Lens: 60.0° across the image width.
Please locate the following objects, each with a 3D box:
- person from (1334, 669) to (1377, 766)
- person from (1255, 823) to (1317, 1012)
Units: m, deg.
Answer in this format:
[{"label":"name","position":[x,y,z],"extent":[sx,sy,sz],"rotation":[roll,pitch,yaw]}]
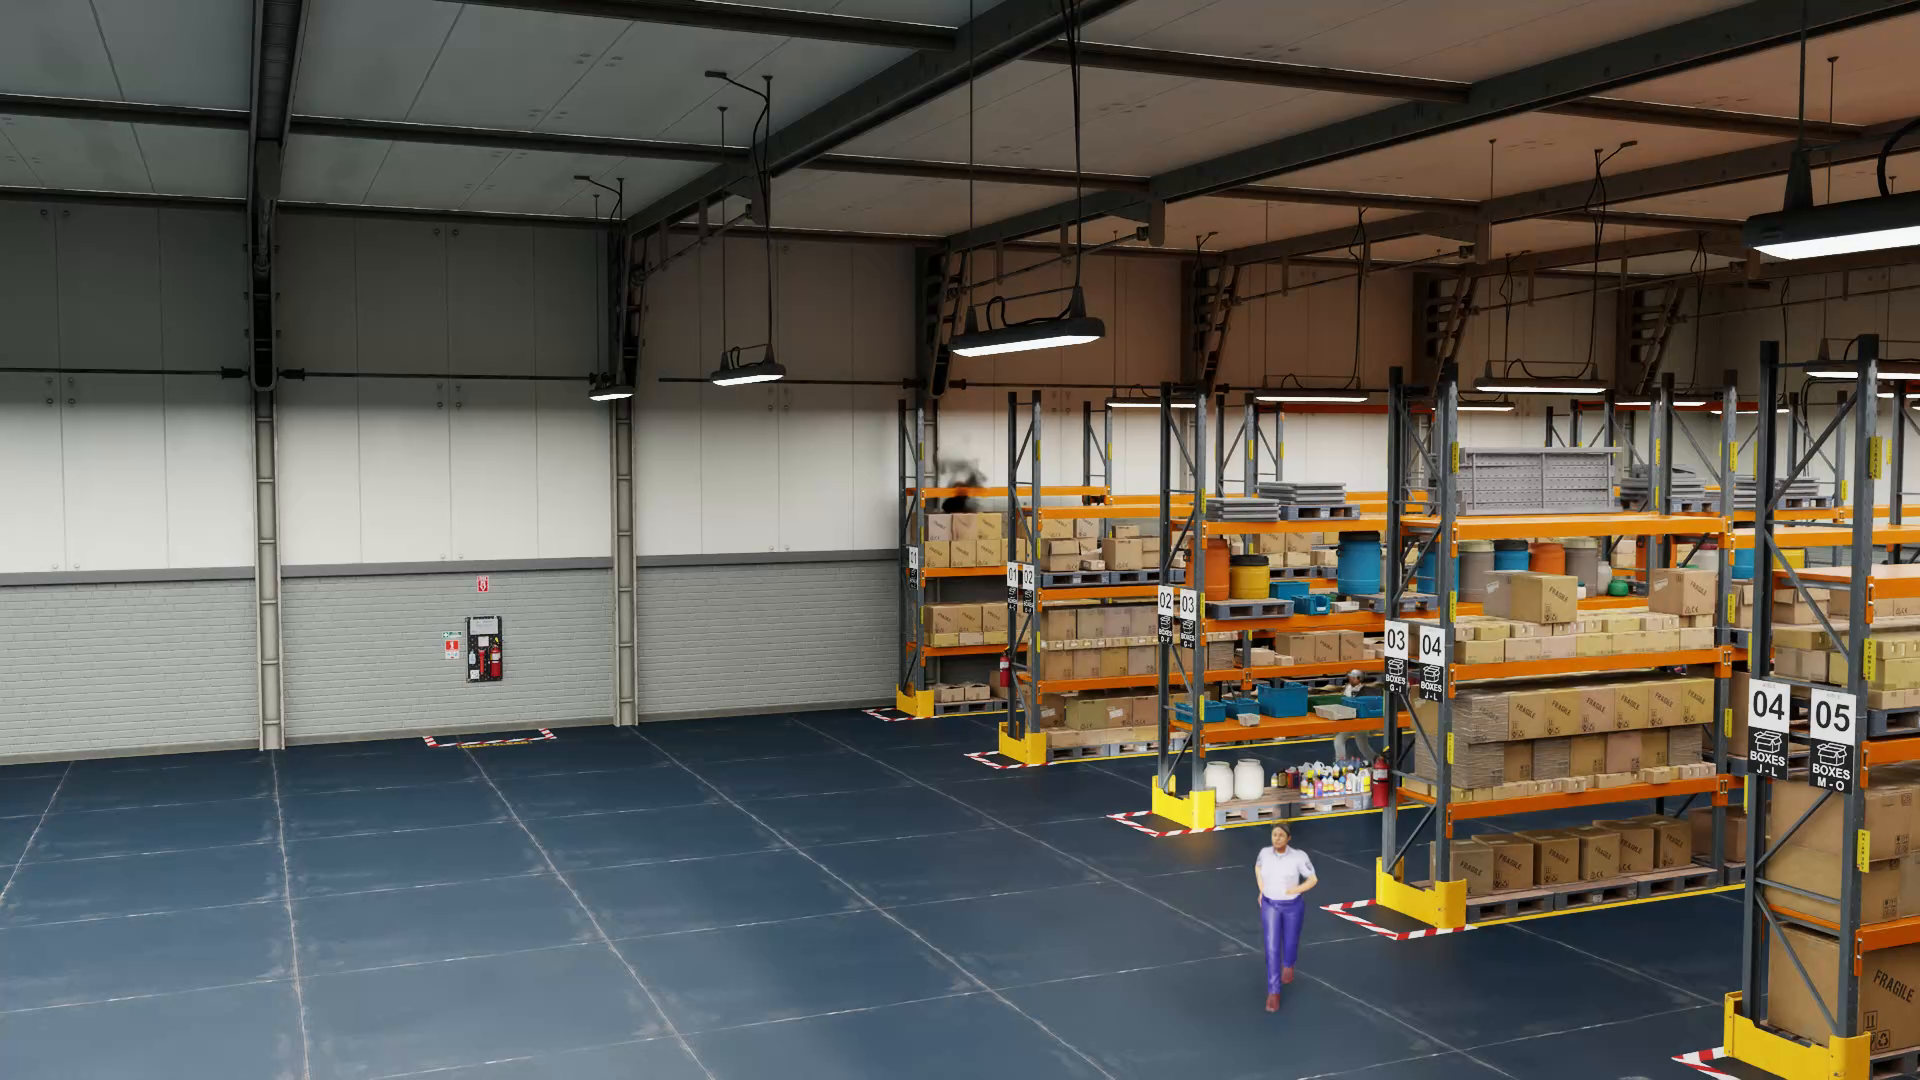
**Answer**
[{"label":"person","position":[6.076,2.839,25.523],"extent":[0.770,1.727,0.580],"rotation":[-2,4,-31]},{"label":"person","position":[3.013,3.444,15.438],"extent":[0.593,1.666,0.866],"rotation":[1,4,18]}]
